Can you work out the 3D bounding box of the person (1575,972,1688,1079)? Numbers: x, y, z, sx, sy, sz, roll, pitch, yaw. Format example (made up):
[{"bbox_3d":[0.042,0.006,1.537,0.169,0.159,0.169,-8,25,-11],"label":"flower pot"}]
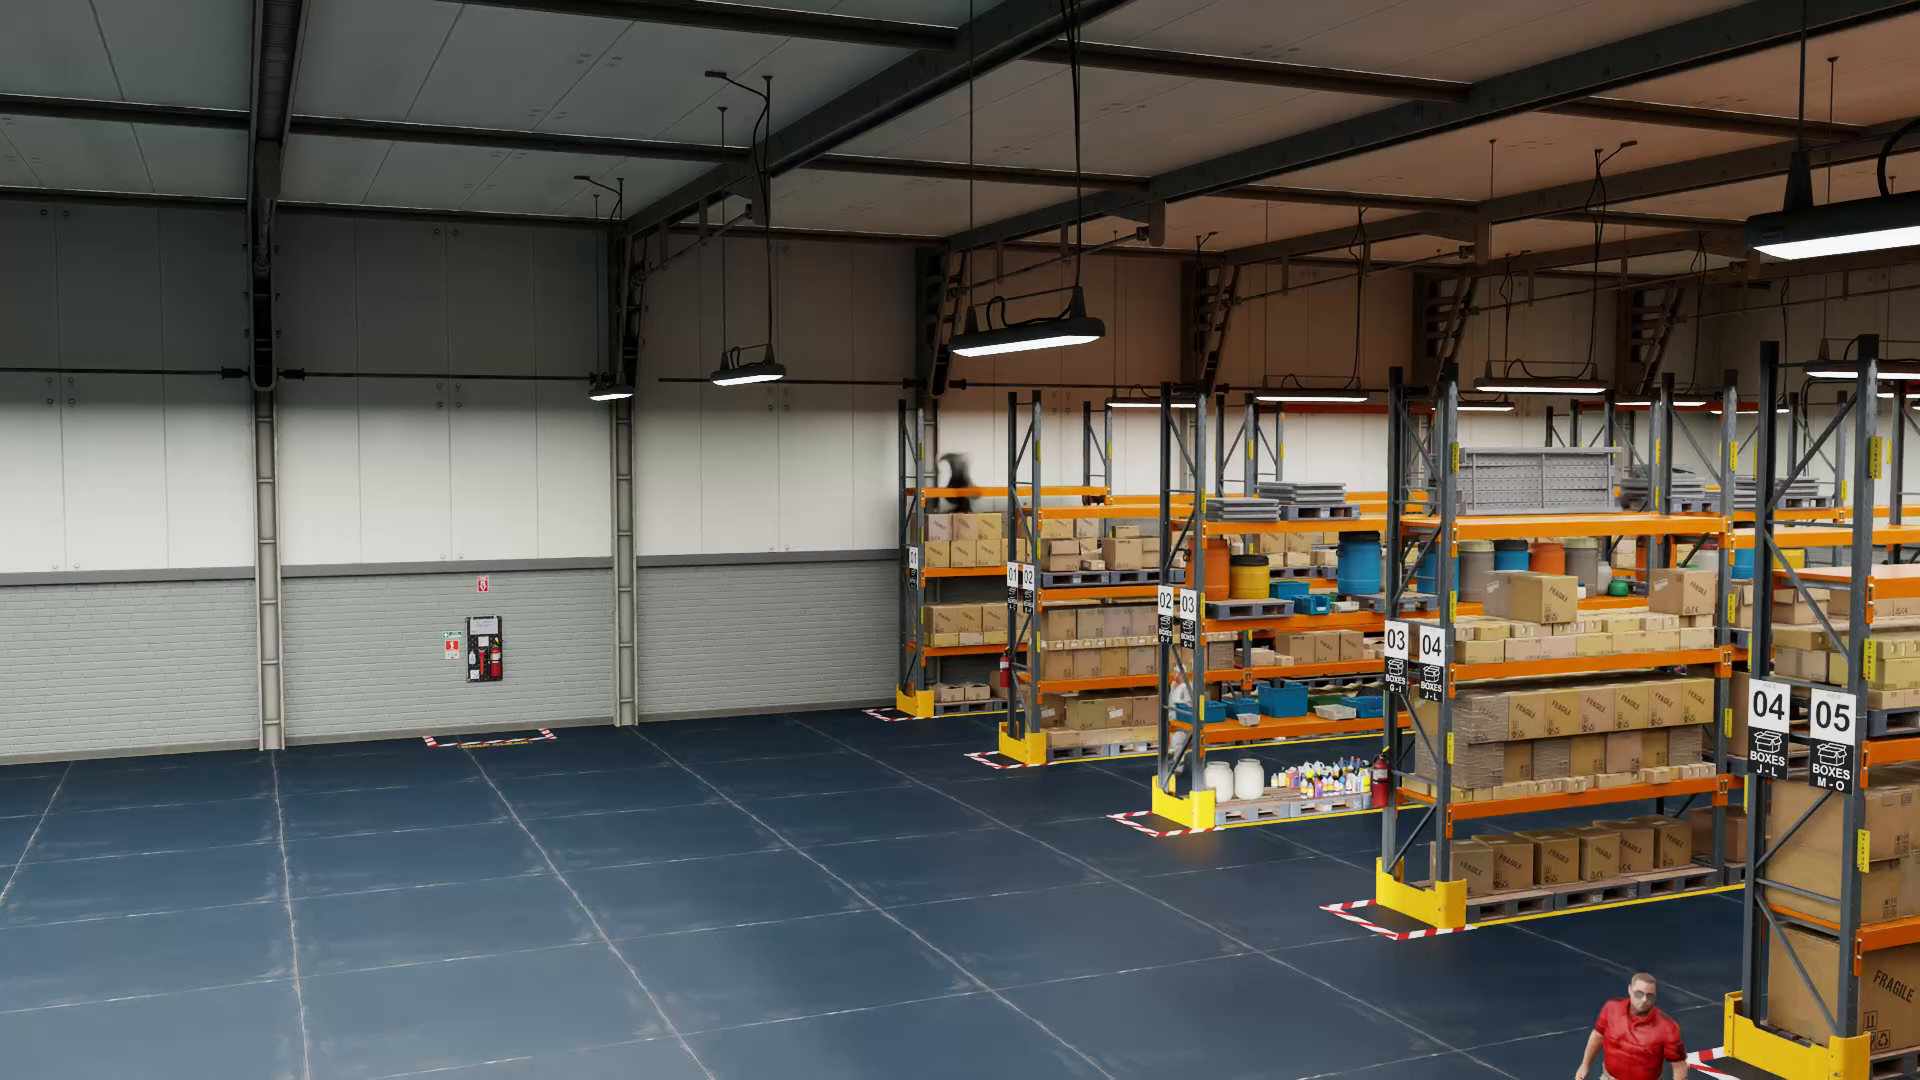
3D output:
[{"bbox_3d":[4.524,3.670,11.189,0.747,1.667,0.681,2,4,36],"label":"person"}]

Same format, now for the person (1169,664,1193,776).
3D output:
[{"bbox_3d":[3.405,2.773,25.788,0.576,1.749,0.767,-2,4,-27],"label":"person"}]

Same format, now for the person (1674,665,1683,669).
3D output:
[{"bbox_3d":[12.387,2.643,28.546,0.613,1.655,0.587,-2,4,-28],"label":"person"}]
